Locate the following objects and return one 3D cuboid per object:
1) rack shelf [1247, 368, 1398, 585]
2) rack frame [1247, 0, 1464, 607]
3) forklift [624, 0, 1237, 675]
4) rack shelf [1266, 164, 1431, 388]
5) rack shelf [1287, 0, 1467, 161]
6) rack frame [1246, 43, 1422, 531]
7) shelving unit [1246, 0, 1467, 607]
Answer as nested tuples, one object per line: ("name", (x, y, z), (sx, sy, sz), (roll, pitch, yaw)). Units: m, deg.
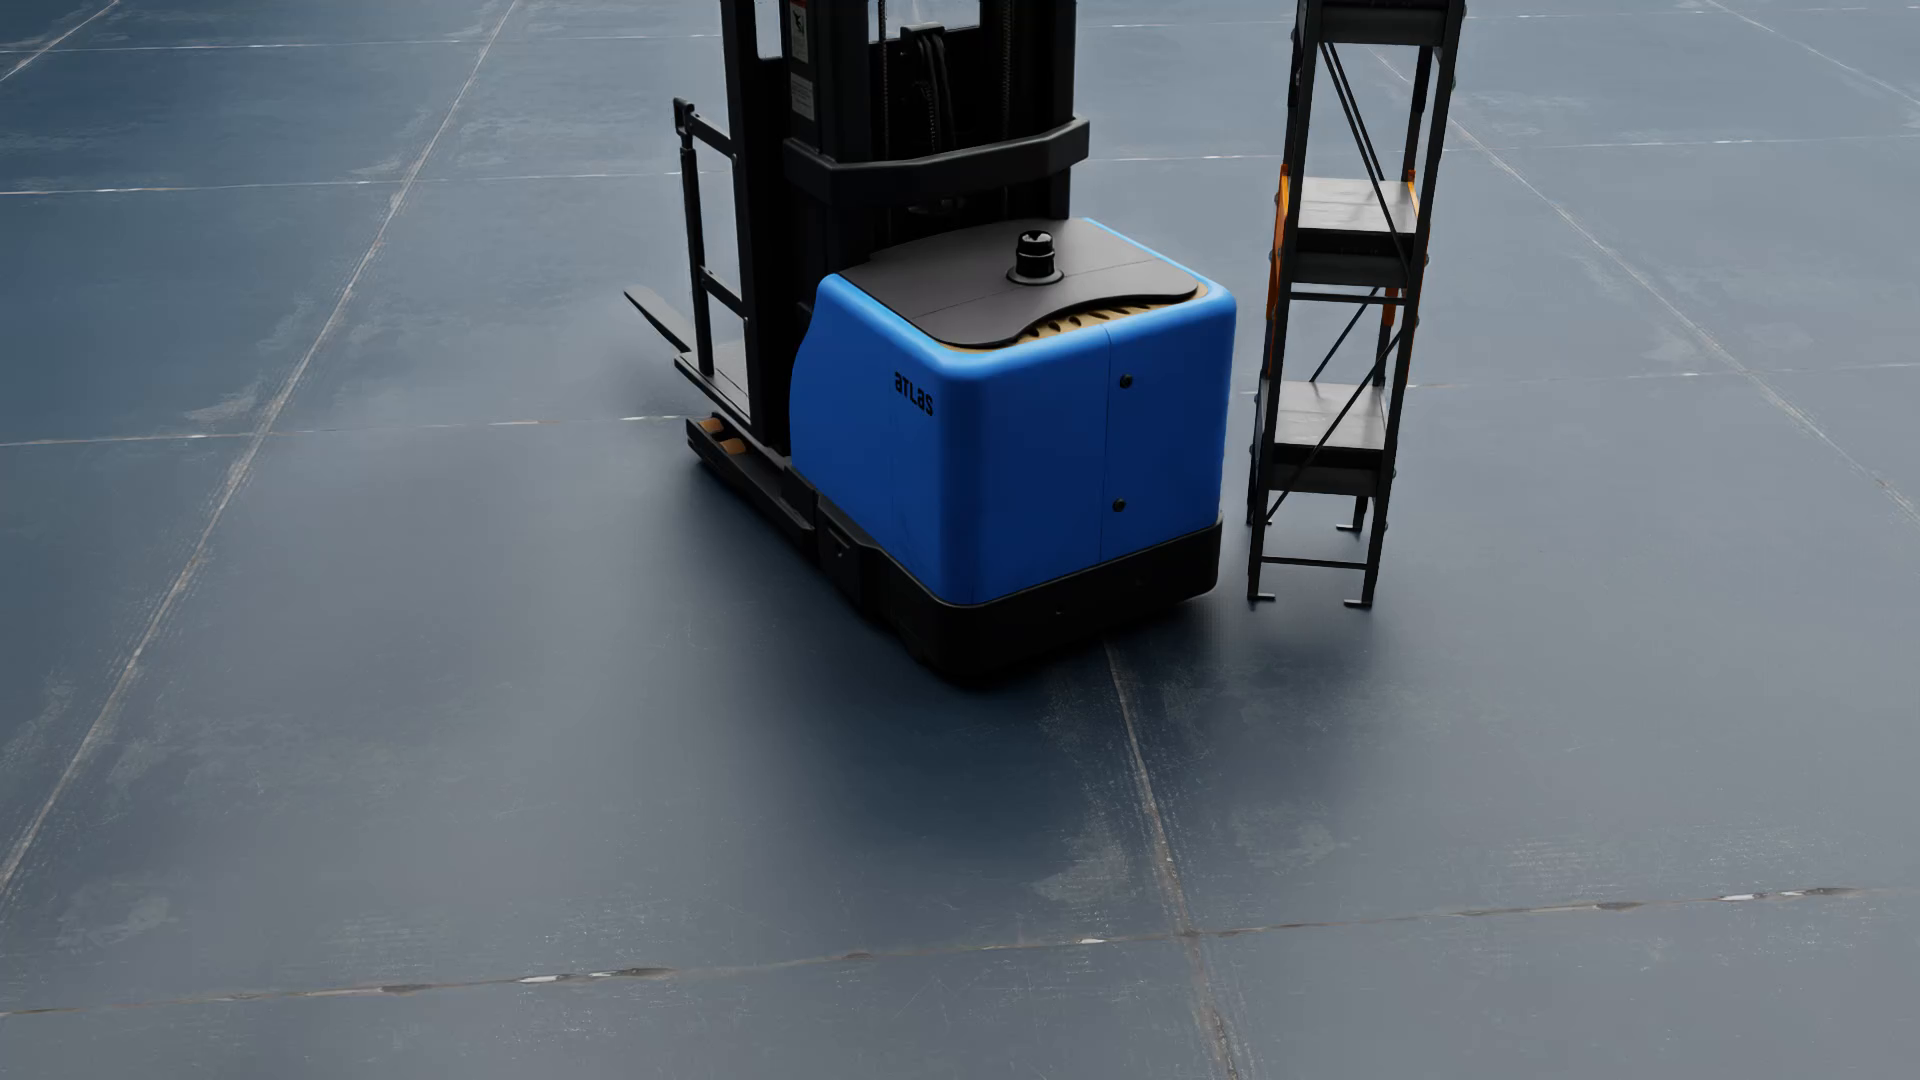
("rack shelf", (1.172, -0.215, 5.453), (0.431, 0.518, 0.480), (4, 31, 7))
("rack frame", (1.137, -0.703, 4.880), (0.400, 2.100, 0.015), (4, 31, 7))
("forklift", (-0.363, -1.576, 5.530), (1.130, 2.935, 3.031), (-17, 35, -27))
("rack shelf", (1.172, -0.816, 5.094), (0.431, 0.518, 0.480), (4, 31, 7))
("rack shelf", (1.172, -1.416, 4.735), (0.431, 0.518, 0.480), (4, 31, 7))
("rack frame", (1.206, -0.951, 5.295), (0.400, 2.100, 0.015), (4, 31, 7))
("shelving unit", (1.172, -0.827, 5.087), (0.431, 2.100, 0.503), (4, 31, 7))
